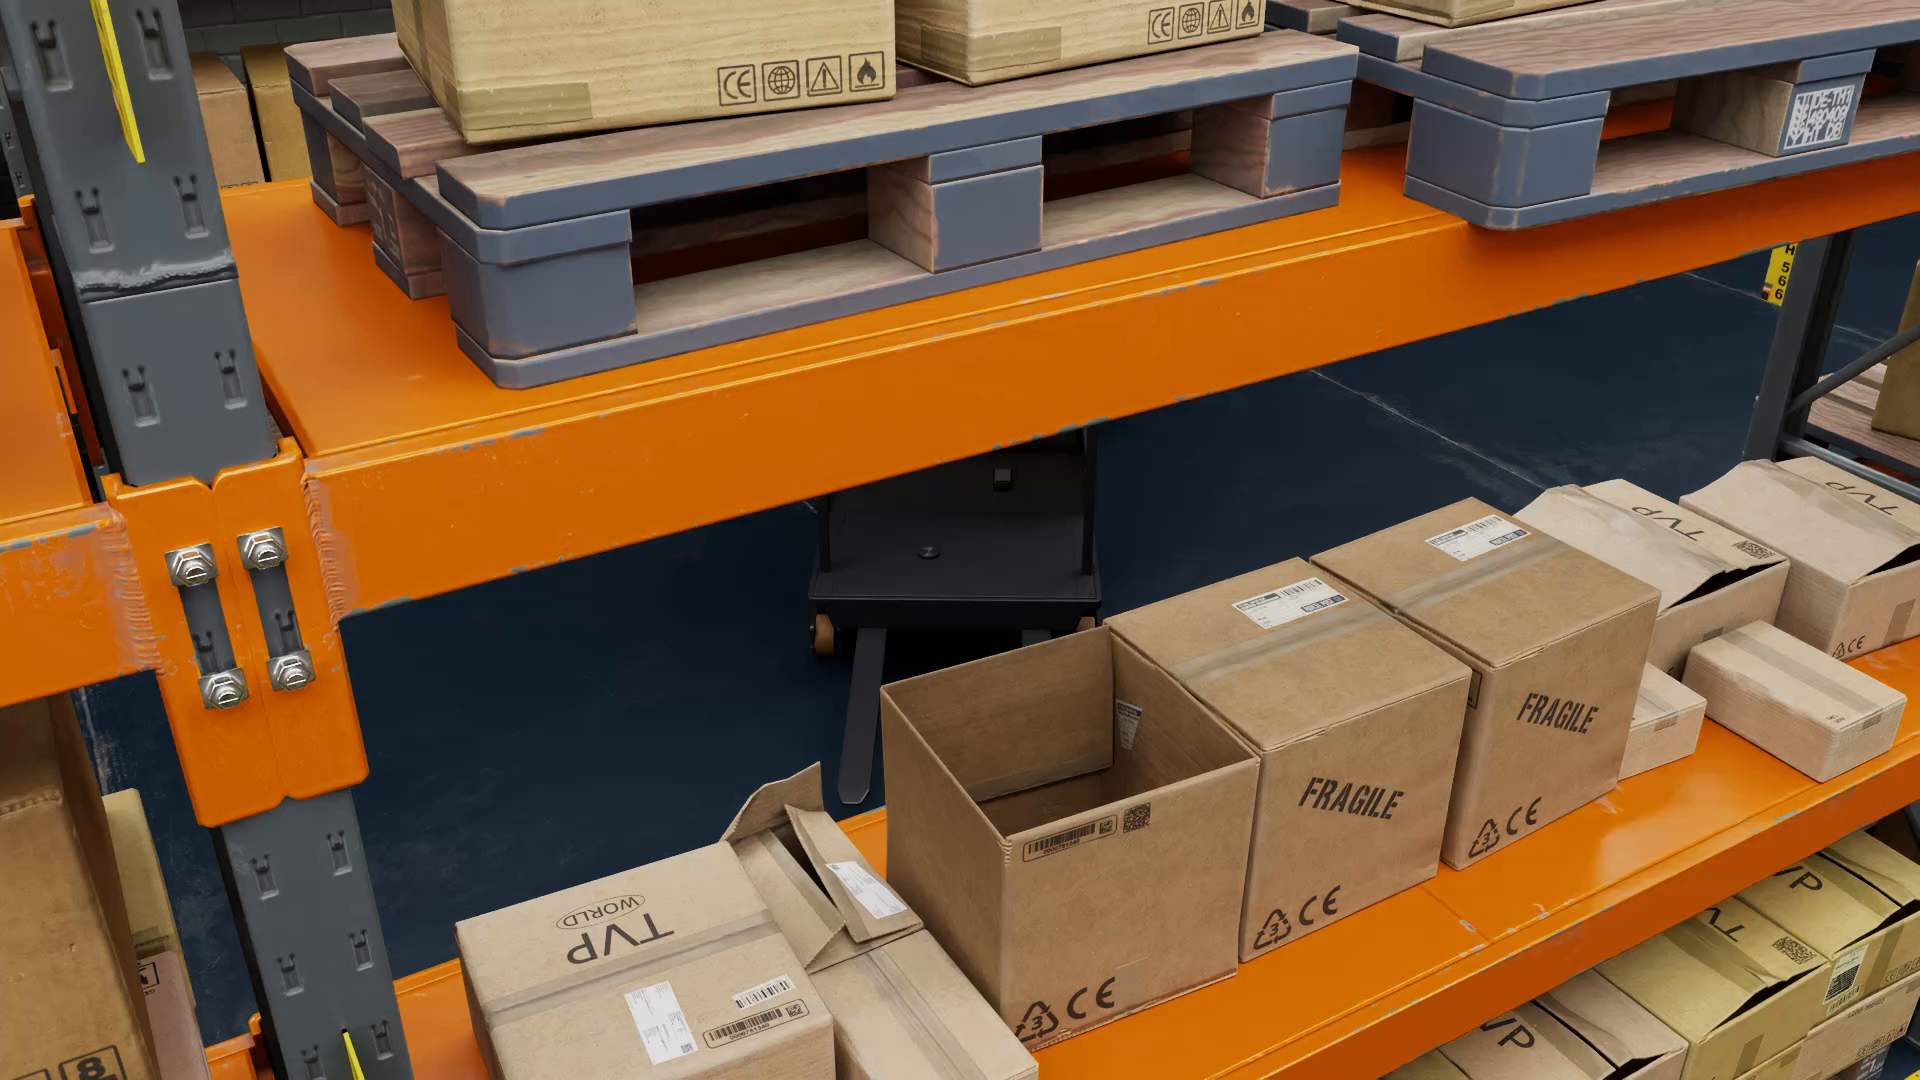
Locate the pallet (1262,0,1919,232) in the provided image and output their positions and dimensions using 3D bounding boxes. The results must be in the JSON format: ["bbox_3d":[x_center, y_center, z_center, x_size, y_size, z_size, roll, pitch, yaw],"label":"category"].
[{"bbox_3d":[1.007,-0.841,2.760,1.213,0.211,1.003,-14,32,-24],"label":"pallet"}]

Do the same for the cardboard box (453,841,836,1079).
[{"bbox_3d":[-0.537,0.818,2.819,0.500,0.250,0.500,-14,32,-23],"label":"cardboard box"}]

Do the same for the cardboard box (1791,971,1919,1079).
[{"bbox_3d":[2.179,1.162,4.451,0.500,0.250,0.500,-15,32,-25],"label":"cardboard box"}]

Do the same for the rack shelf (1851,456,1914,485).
[{"bbox_3d":[4.233,-0.263,5.367,4.000,0.370,1.077,-16,33,-26],"label":"rack shelf"}]

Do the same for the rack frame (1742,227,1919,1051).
[{"bbox_3d":[2.509,-0.089,4.306,0.127,3.000,1.000,-16,33,-26],"label":"rack frame"}]

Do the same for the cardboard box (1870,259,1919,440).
[{"bbox_3d":[2.995,-0.517,4.545,0.700,0.500,0.500,22,36,34],"label":"cardboard box"}]

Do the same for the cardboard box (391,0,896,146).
[{"bbox_3d":[-0.404,-0.688,2.008,0.500,0.250,0.500,-12,31,-21],"label":"cardboard box"}]

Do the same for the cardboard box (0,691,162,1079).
[{"bbox_3d":[-1.319,0.390,1.992,0.500,0.500,0.700,-16,33,-26],"label":"cardboard box"}]

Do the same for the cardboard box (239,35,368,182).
[{"bbox_3d":[-2.511,-1.653,6.581,0.500,0.500,0.700,-12,31,-21],"label":"cardboard box"}]

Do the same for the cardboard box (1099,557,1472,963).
[{"bbox_3d":[0.617,0.414,3.292,0.500,0.500,0.500,-16,33,-26],"label":"cardboard box"}]

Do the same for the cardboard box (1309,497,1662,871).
[{"bbox_3d":[1.071,0.285,3.525,0.500,0.500,0.500,-18,34,-29],"label":"cardboard box"}]

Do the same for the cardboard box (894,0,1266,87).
[{"bbox_3d":[0.069,-0.823,2.253,0.500,0.250,0.500,-19,34,-31],"label":"cardboard box"}]

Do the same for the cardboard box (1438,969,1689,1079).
[{"bbox_3d":[1.301,1.169,3.858,0.500,0.311,0.500,-16,33,-27],"label":"cardboard box"}]

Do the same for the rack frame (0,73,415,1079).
[{"bbox_3d":[-0.940,0.891,2.532,0.127,3.000,1.000,-16,33,-26],"label":"rack frame"}]

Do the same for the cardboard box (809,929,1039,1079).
[{"bbox_3d":[-0.072,0.869,2.831,0.250,0.149,0.380,-16,33,-26],"label":"cardboard box"}]

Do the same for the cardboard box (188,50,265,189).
[{"bbox_3d":[-2.996,-1.519,6.339,0.500,0.500,0.700,-16,33,-26],"label":"cardboard box"}]

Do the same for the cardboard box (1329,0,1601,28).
[{"bbox_3d":[0.740,-0.983,2.544,0.500,0.250,0.500,-19,34,-30],"label":"cardboard box"}]

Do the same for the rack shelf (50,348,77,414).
[{"bbox_3d":[-5.177,-0.368,5.556,4.000,0.370,1.077,-16,33,-26],"label":"rack shelf"}]

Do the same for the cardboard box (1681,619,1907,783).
[{"bbox_3d":[1.874,0.357,3.759,0.250,0.149,0.380,-16,33,-26],"label":"cardboard box"}]

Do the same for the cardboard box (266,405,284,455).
[{"bbox_3d":[-2.826,-0.457,7.106,0.500,0.500,0.700,-15,32,-25],"label":"cardboard box"}]

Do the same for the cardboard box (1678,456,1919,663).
[{"bbox_3d":[2.173,0.021,4.199,0.500,0.311,0.500,-14,32,-23],"label":"cardboard box"}]

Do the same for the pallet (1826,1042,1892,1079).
[{"bbox_3d":[1.779,1.318,4.644,1.213,0.211,1.003,-16,33,-26],"label":"pallet"}]

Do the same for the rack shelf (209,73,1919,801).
[{"bbox_3d":[0.785,-0.597,2.868,4.000,0.370,1.077,-16,33,-26],"label":"rack shelf"}]

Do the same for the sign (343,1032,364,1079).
[{"bbox_3d":[-0.657,0.708,1.885,0.005,0.325,0.100,-16,33,-26],"label":"sign"}]

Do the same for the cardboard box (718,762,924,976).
[{"bbox_3d":[-0.275,0.658,3.093,0.258,0.266,0.396,-17,33,-28],"label":"cardboard box"}]

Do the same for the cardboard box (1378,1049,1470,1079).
[{"bbox_3d":[0.868,1.291,3.637,0.500,0.311,0.500,-15,32,-25],"label":"cardboard box"}]

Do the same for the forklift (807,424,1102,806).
[{"bbox_3d":[-0.012,-0.980,5.992,1.130,2.935,3.031,1,29,1],"label":"forklift"}]

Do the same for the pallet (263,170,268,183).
[{"bbox_3d":[-2.720,-1.215,6.545,1.213,0.211,1.003,-16,33,-26],"label":"pallet"}]

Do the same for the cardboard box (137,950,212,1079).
[{"bbox_3d":[-1.066,0.719,2.068,0.250,0.149,0.380,-16,33,-26],"label":"cardboard box"}]

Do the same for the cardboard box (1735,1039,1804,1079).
[{"bbox_3d":[1.736,1.290,4.220,0.500,0.250,0.500,-16,33,-27],"label":"cardboard box"}]

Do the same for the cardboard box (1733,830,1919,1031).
[{"bbox_3d":[2.182,0.917,4.315,0.500,0.311,0.500,-15,32,-25],"label":"cardboard box"}]

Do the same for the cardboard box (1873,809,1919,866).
[{"bbox_3d":[3.046,0.821,4.790,0.500,0.500,0.500,-14,32,-24],"label":"cardboard box"}]

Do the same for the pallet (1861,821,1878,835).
[{"bbox_3d":[3.172,0.965,5.282,1.213,0.211,1.003,-16,33,-26],"label":"pallet"}]

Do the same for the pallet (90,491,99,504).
[{"bbox_3d":[-4.014,0.228,6.619,1.213,0.211,1.003,-16,33,-26],"label":"pallet"}]

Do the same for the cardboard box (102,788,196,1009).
[{"bbox_3d":[-1.269,0.548,2.378,0.250,0.149,0.380,-16,33,-26],"label":"cardboard box"}]

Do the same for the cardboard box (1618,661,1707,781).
[{"bbox_3d":[1.438,0.357,3.758,0.250,0.149,0.380,-13,32,-23],"label":"cardboard box"}]

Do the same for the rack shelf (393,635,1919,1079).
[{"bbox_3d":[0.785,0.716,3.593,4.000,0.370,1.077,-16,33,-26],"label":"rack shelf"}]

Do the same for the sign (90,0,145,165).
[{"bbox_3d":[-0.657,-0.453,1.245,0.005,0.325,0.100,-16,33,-26],"label":"sign"}]

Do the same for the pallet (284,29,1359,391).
[{"bbox_3d":[-0.186,-0.560,2.254,1.217,0.209,0.805,-17,33,-28],"label":"pallet"}]

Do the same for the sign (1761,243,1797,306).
[{"bbox_3d":[2.226,-0.785,4.451,0.005,0.325,0.100,-16,33,-26],"label":"sign"}]

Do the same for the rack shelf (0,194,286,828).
[{"bbox_3d":[-2.664,0.382,1.094,4.000,0.370,1.077,-16,33,-26],"label":"rack shelf"}]

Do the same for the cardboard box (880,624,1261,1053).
[{"bbox_3d":[0.185,0.537,3.070,0.500,0.500,0.500,-13,32,-23],"label":"cardboard box"}]

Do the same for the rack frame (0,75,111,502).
[{"bbox_3d":[-3.453,-1.172,6.269,0.127,3.000,1.000,-16,33,-26],"label":"rack frame"}]

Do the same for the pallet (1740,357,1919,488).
[{"bbox_3d":[3.058,-0.200,4.706,1.003,0.211,1.213,-16,33,-26],"label":"pallet"}]

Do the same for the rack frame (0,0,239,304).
[{"bbox_3d":[-0.940,-1.736,1.082,0.127,3.000,1.000,-16,33,-26],"label":"rack frame"}]

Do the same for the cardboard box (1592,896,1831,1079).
[{"bbox_3d":[1.737,1.047,4.080,0.500,0.311,0.500,-16,33,-27],"label":"cardboard box"}]

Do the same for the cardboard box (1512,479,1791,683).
[{"bbox_3d":[1.640,0.089,4.077,0.500,0.311,0.500,-16,33,-27],"label":"cardboard box"}]

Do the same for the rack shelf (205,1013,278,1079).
[{"bbox_3d":[-2.664,1.695,1.818,4.000,0.370,1.077,-16,33,-26],"label":"rack shelf"}]
